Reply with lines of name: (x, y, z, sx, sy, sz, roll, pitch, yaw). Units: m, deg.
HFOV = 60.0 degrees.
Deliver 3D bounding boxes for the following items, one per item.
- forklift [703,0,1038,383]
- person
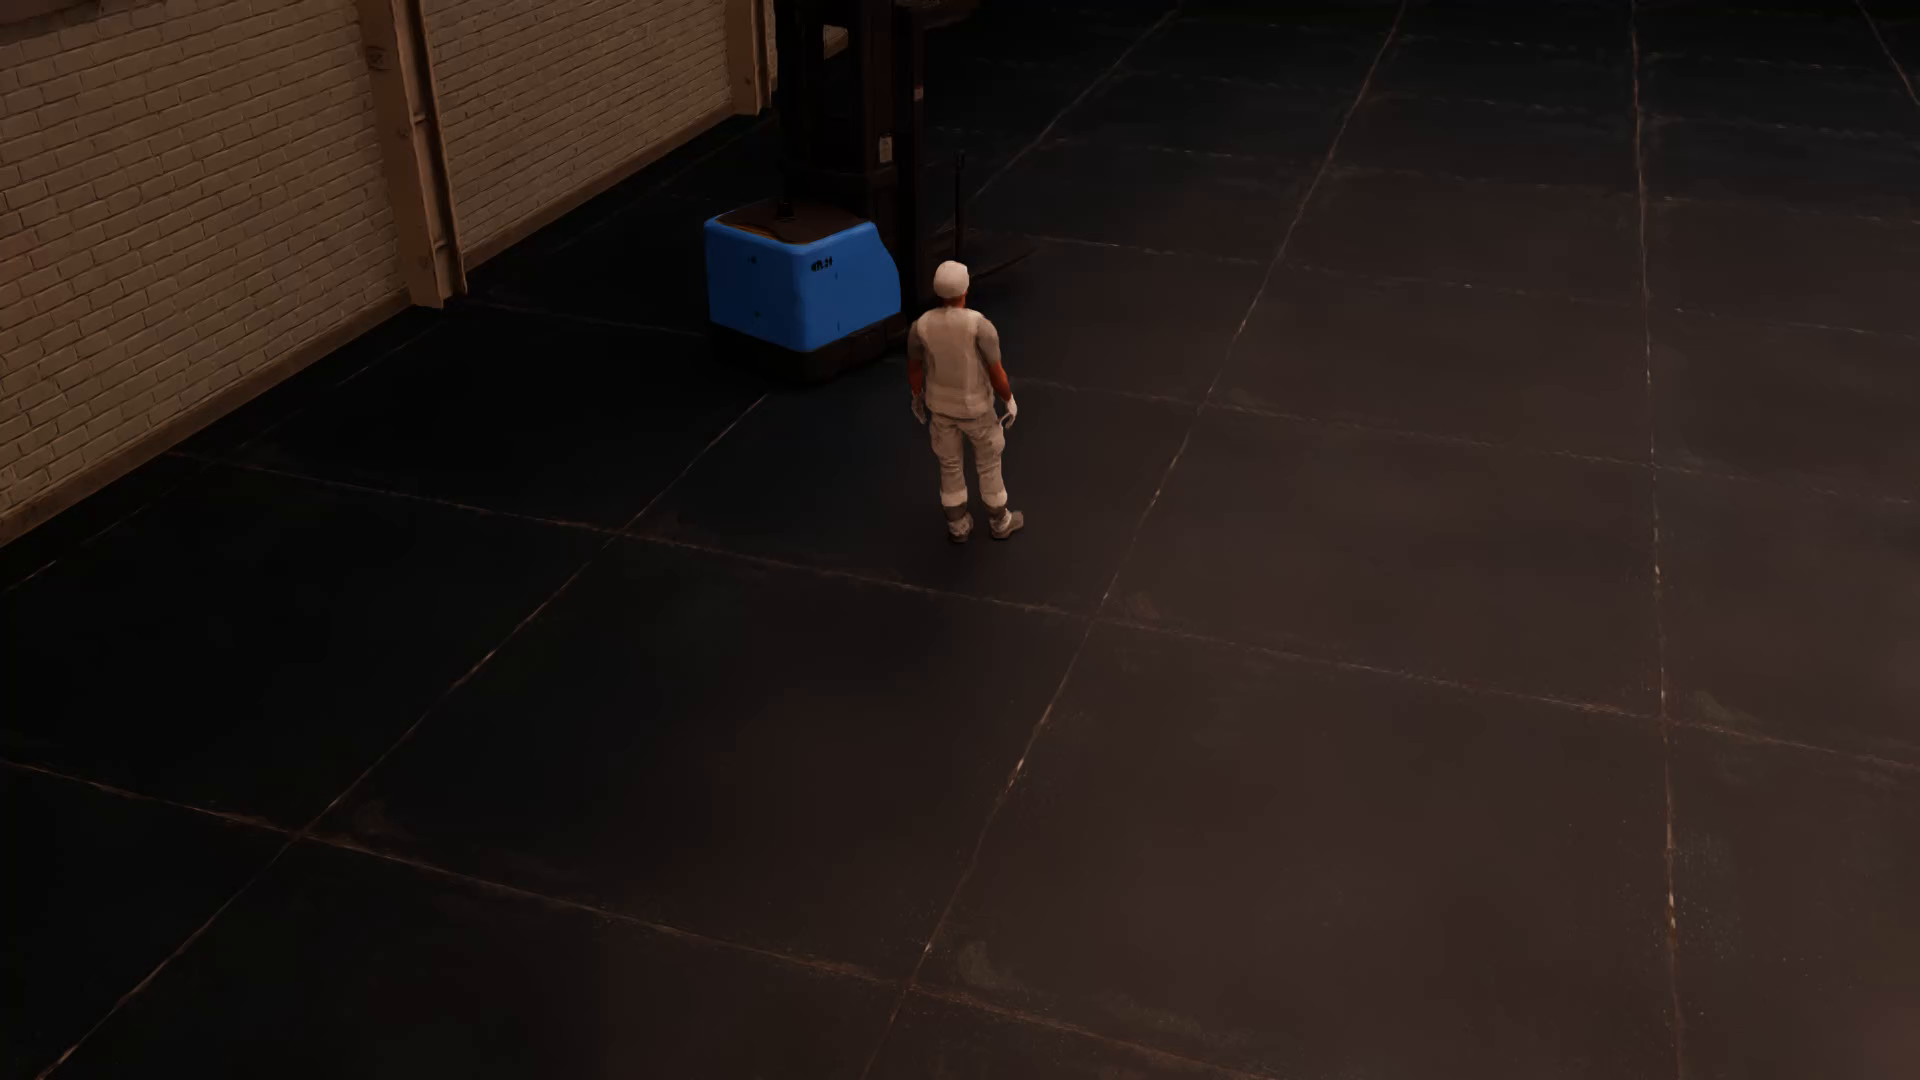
forklift: (-0.554, -3.061, 12.506, 1.130, 2.935, 3.031, 22, 36, 33)
person: (0.037, -0.819, 9.713, 0.637, 1.787, 0.563, 10, 31, 16)
